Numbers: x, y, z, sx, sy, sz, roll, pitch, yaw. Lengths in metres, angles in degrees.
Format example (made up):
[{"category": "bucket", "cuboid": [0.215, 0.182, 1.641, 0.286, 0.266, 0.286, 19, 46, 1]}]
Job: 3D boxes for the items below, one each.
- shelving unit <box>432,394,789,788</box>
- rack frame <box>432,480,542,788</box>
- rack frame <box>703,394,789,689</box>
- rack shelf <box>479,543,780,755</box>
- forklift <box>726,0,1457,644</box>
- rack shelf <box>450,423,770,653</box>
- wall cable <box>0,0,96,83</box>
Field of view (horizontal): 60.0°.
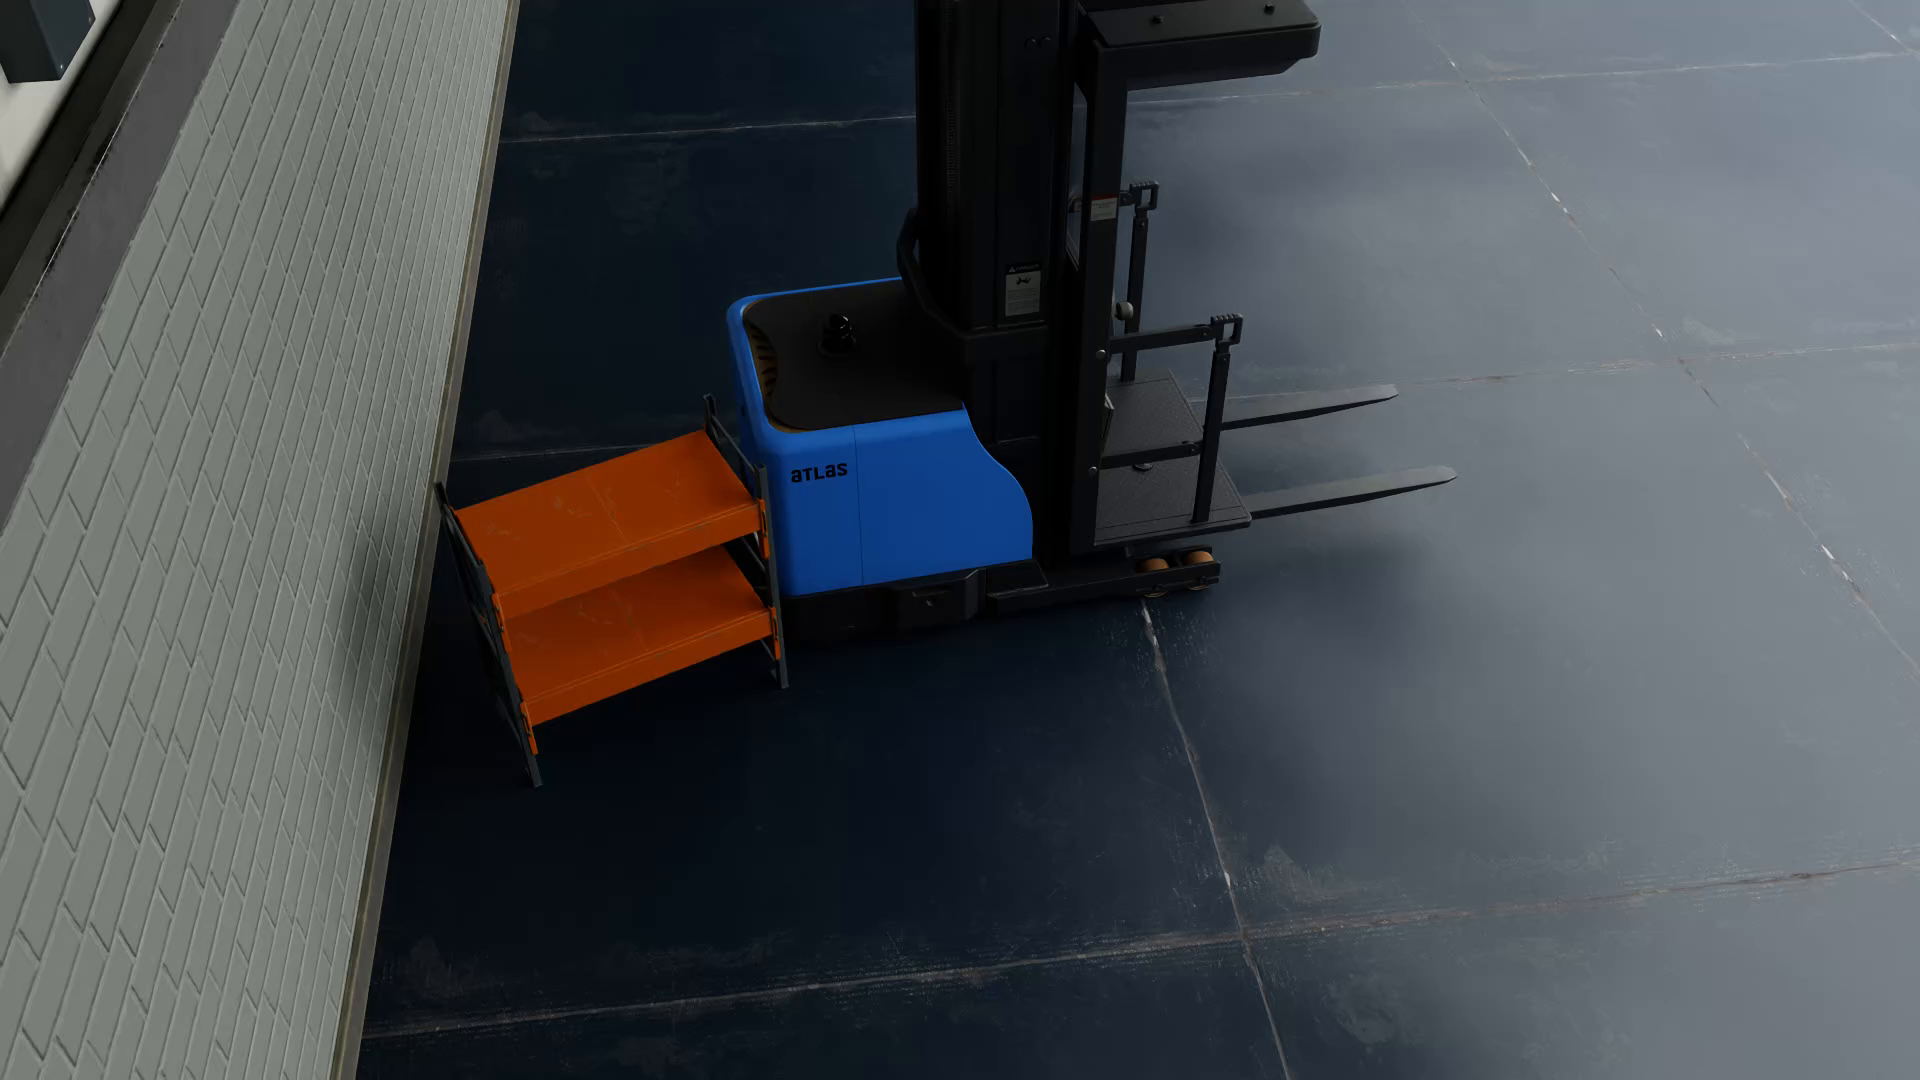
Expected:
[{"category": "shelving unit", "cuboid": [-1.260, 0.192, 6.197, 1.048, 1.125, 0.538, -21, 46, -21]}, {"category": "rack frame", "cuboid": [-1.702, 0.360, 6.011, 0.032, 1.125, 0.500, -21, 46, -21]}, {"category": "rack frame", "cuboid": [-0.817, 0.024, 6.384, 0.032, 1.125, 0.500, -21, 46, -21]}, {"category": "rack shelf", "cuboid": [-1.260, 0.374, 6.361, 1.000, 0.278, 0.538, -21, 46, -21]}, {"category": "forklift", "cuboid": [0.614, -1.185, 6.375, 3.031, 2.935, 1.130, -9, 43, -10]}, {"category": "rack shelf", "cuboid": [-1.260, -0.025, 6.001, 1.000, 0.278, 0.538, -21, 46, -21]}, {"category": "wall cable", "cuboid": [-2.114, -3.976, 2.400, 0.169, 6.003, 2.305, -5, 42, -6]}]
